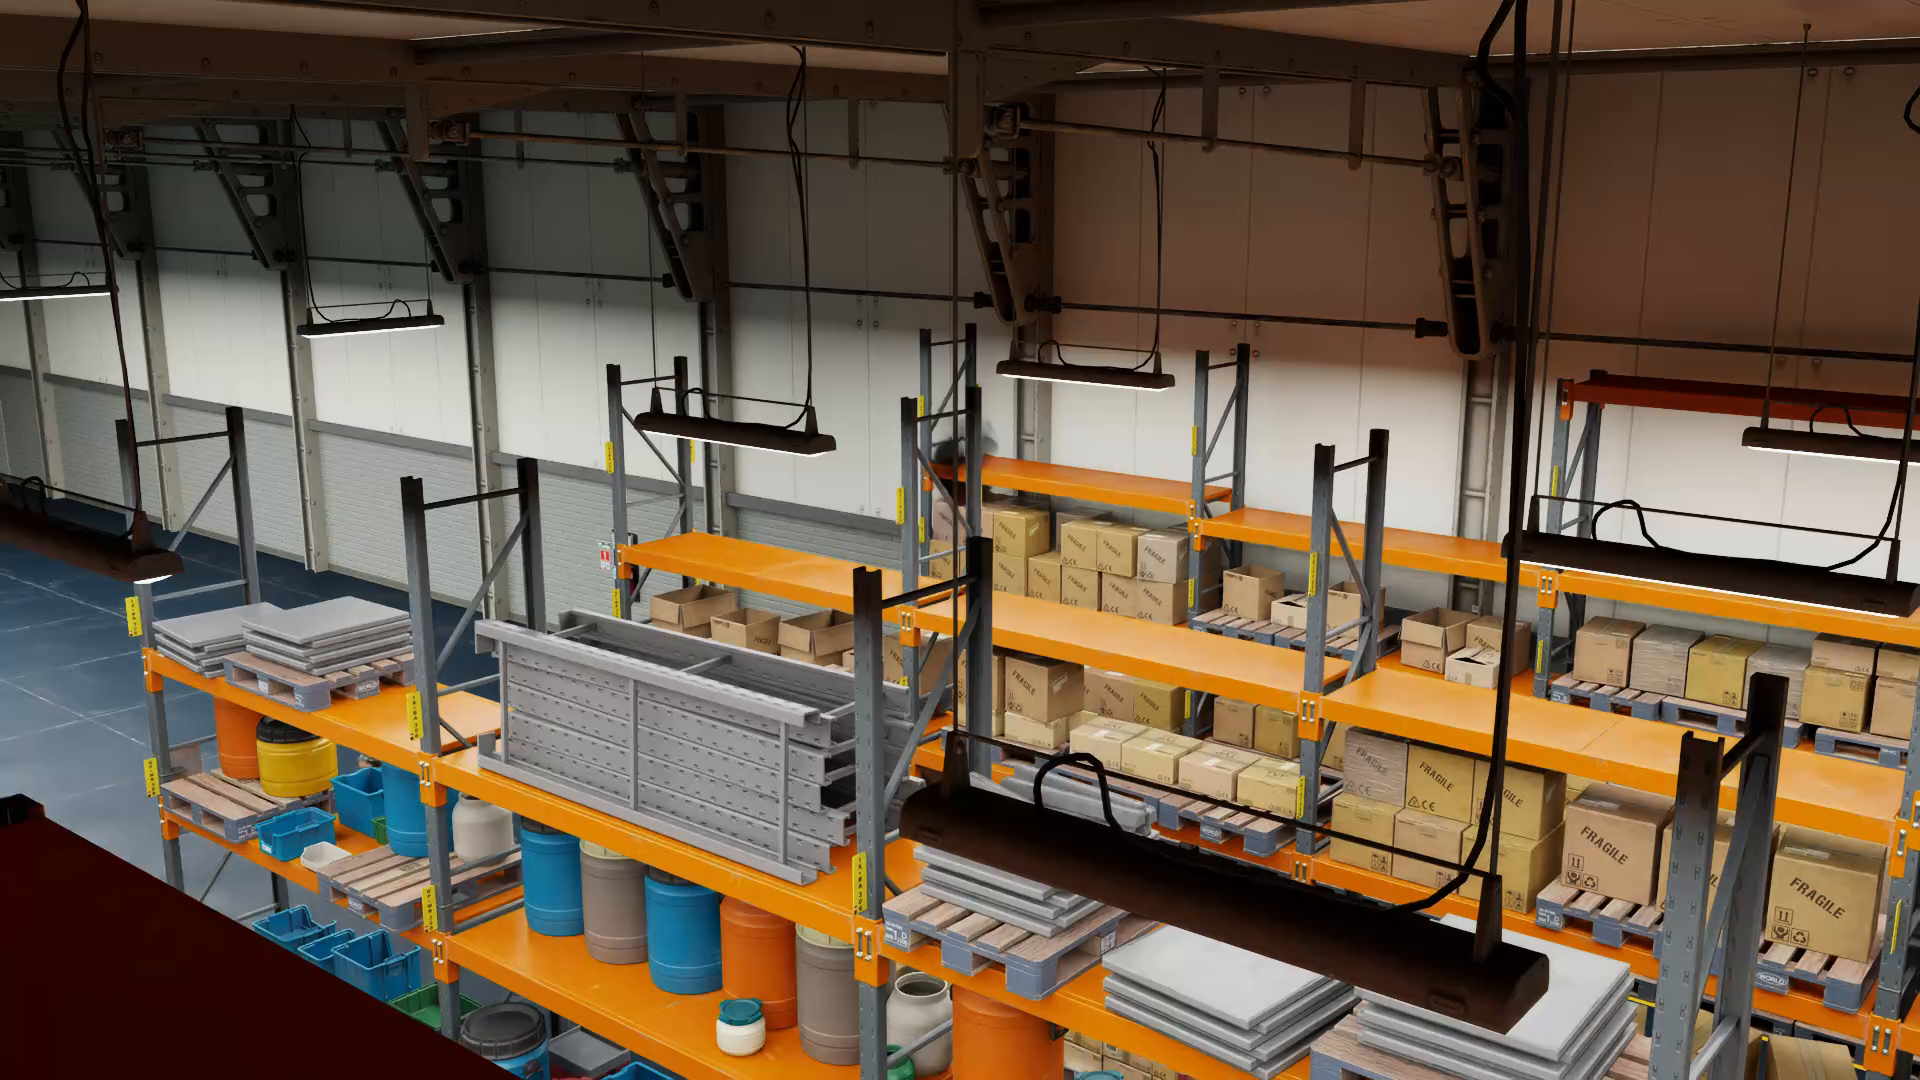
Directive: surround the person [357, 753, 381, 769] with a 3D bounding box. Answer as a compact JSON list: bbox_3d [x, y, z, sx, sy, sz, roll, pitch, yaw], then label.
[{"bbox_3d":[-6.515,3.142,18.513,0.760,1.752,0.582,-5,14,-20],"label":"person"}]
